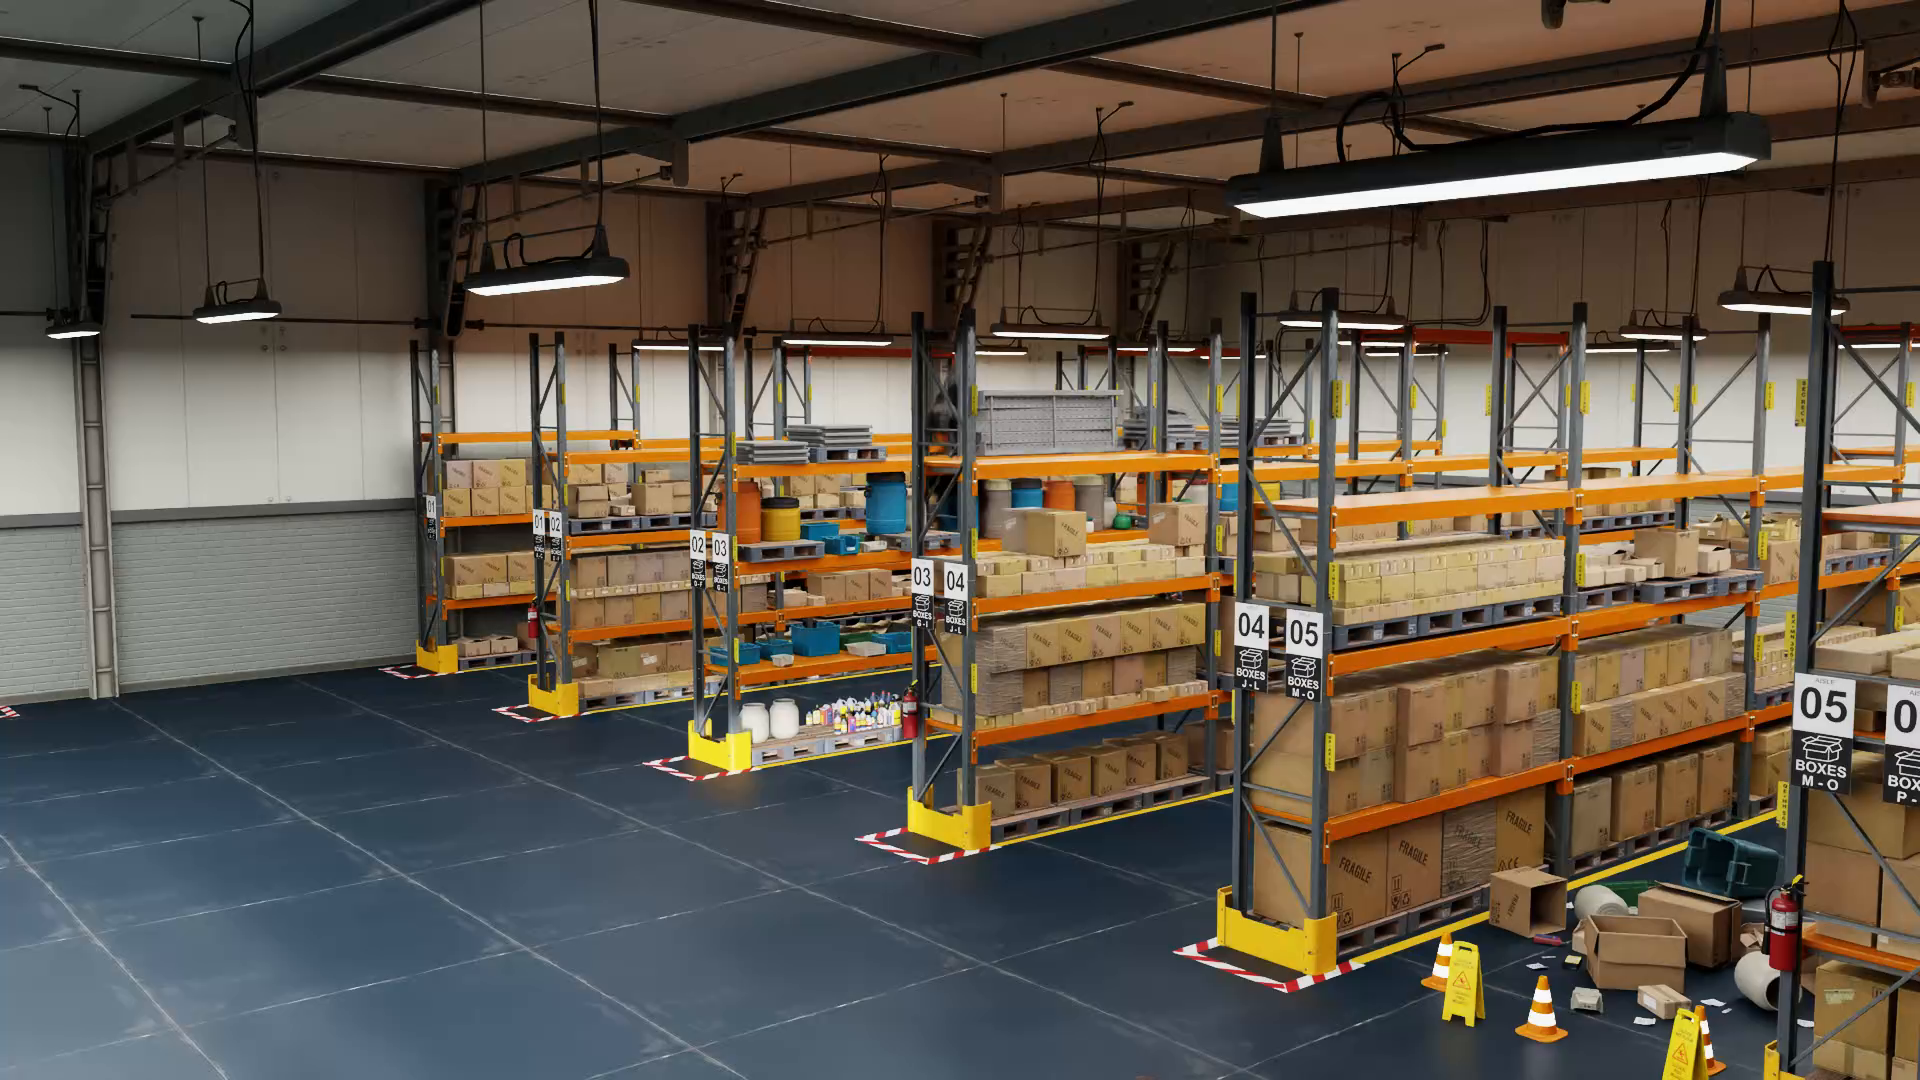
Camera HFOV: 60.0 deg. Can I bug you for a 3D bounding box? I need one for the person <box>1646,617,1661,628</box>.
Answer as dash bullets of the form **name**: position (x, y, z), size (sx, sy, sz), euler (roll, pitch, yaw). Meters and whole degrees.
- **person**: position (10.642, 1.956, 25.655), size (0.659, 1.682, 0.580), euler (-5, 7, -43)
